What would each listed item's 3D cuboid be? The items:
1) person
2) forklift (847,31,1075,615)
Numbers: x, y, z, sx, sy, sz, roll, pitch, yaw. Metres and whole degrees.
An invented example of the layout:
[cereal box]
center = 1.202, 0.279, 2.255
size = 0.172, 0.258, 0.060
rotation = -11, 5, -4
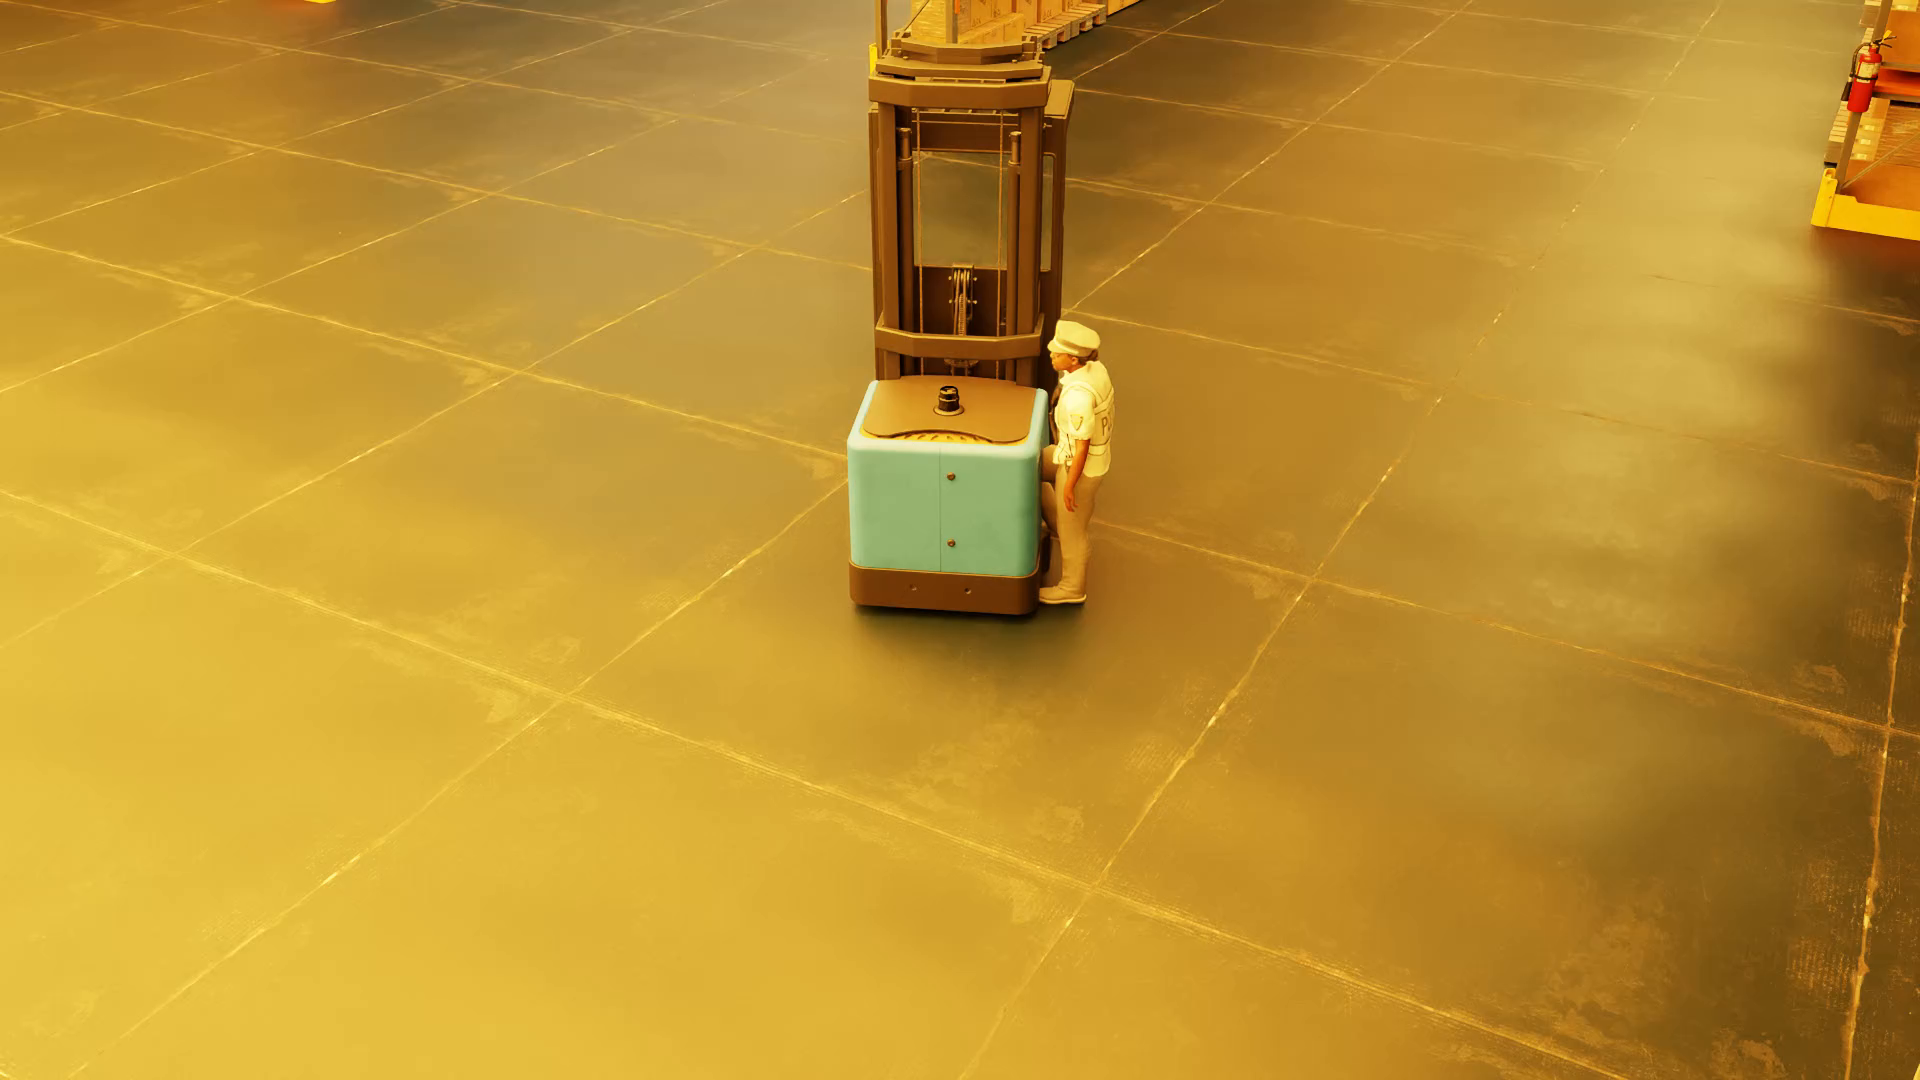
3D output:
[person]
center = 0.535, -0.418, 9.031
size = 0.567, 1.680, 0.571
rotation = 7, 31, 13
[forklift]
center = 0.072, -1.572, 9.794
size = 1.130, 2.935, 3.031
rotation = 3, 30, 6
